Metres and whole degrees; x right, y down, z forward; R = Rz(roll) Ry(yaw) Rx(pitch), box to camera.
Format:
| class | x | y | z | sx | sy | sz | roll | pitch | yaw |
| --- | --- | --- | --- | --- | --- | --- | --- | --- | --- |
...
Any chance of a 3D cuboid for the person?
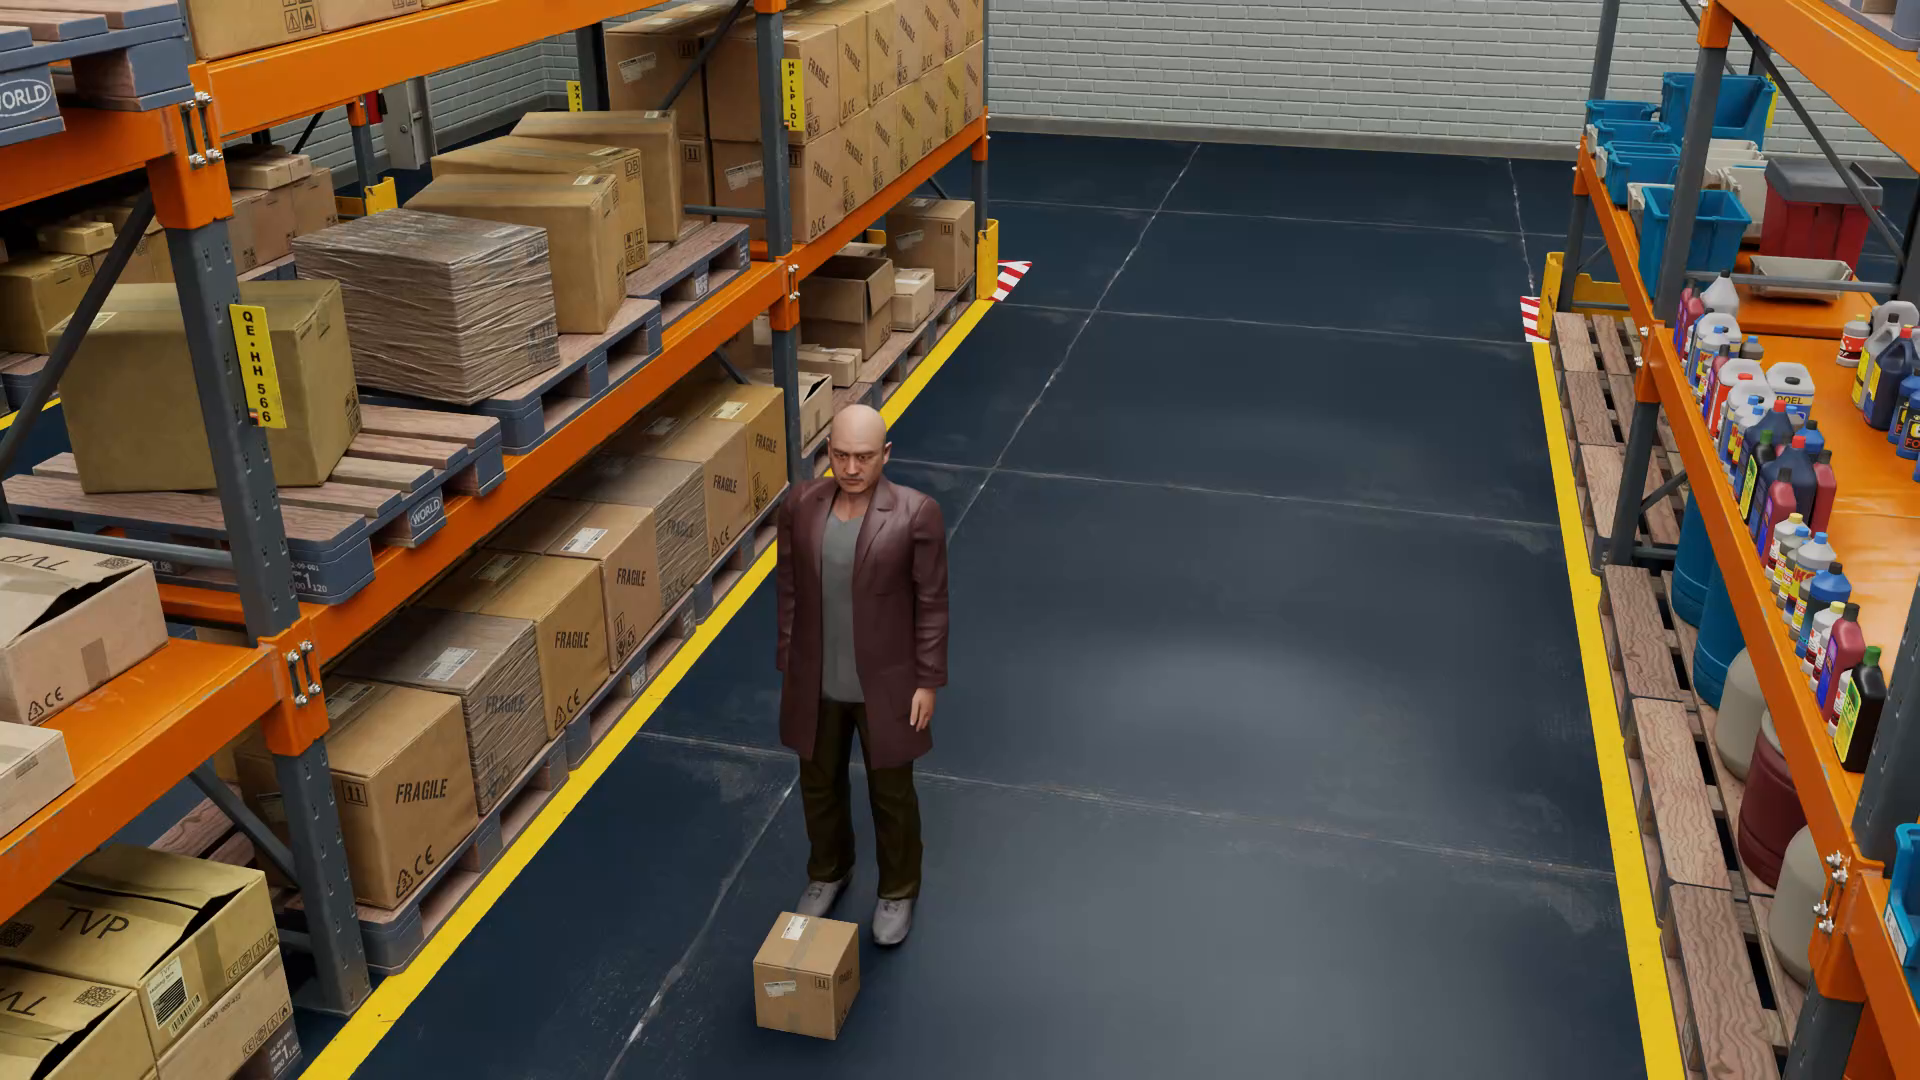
| class | x | y | z | sx | sy | sz | roll | pitch | yaw |
| --- | --- | --- | --- | --- | --- | --- | --- | --- | --- |
| person | -0.312 | 0.438 | 5.198 | 0.563 | 1.786 | 0.392 | 7 | 26 | 14 |
